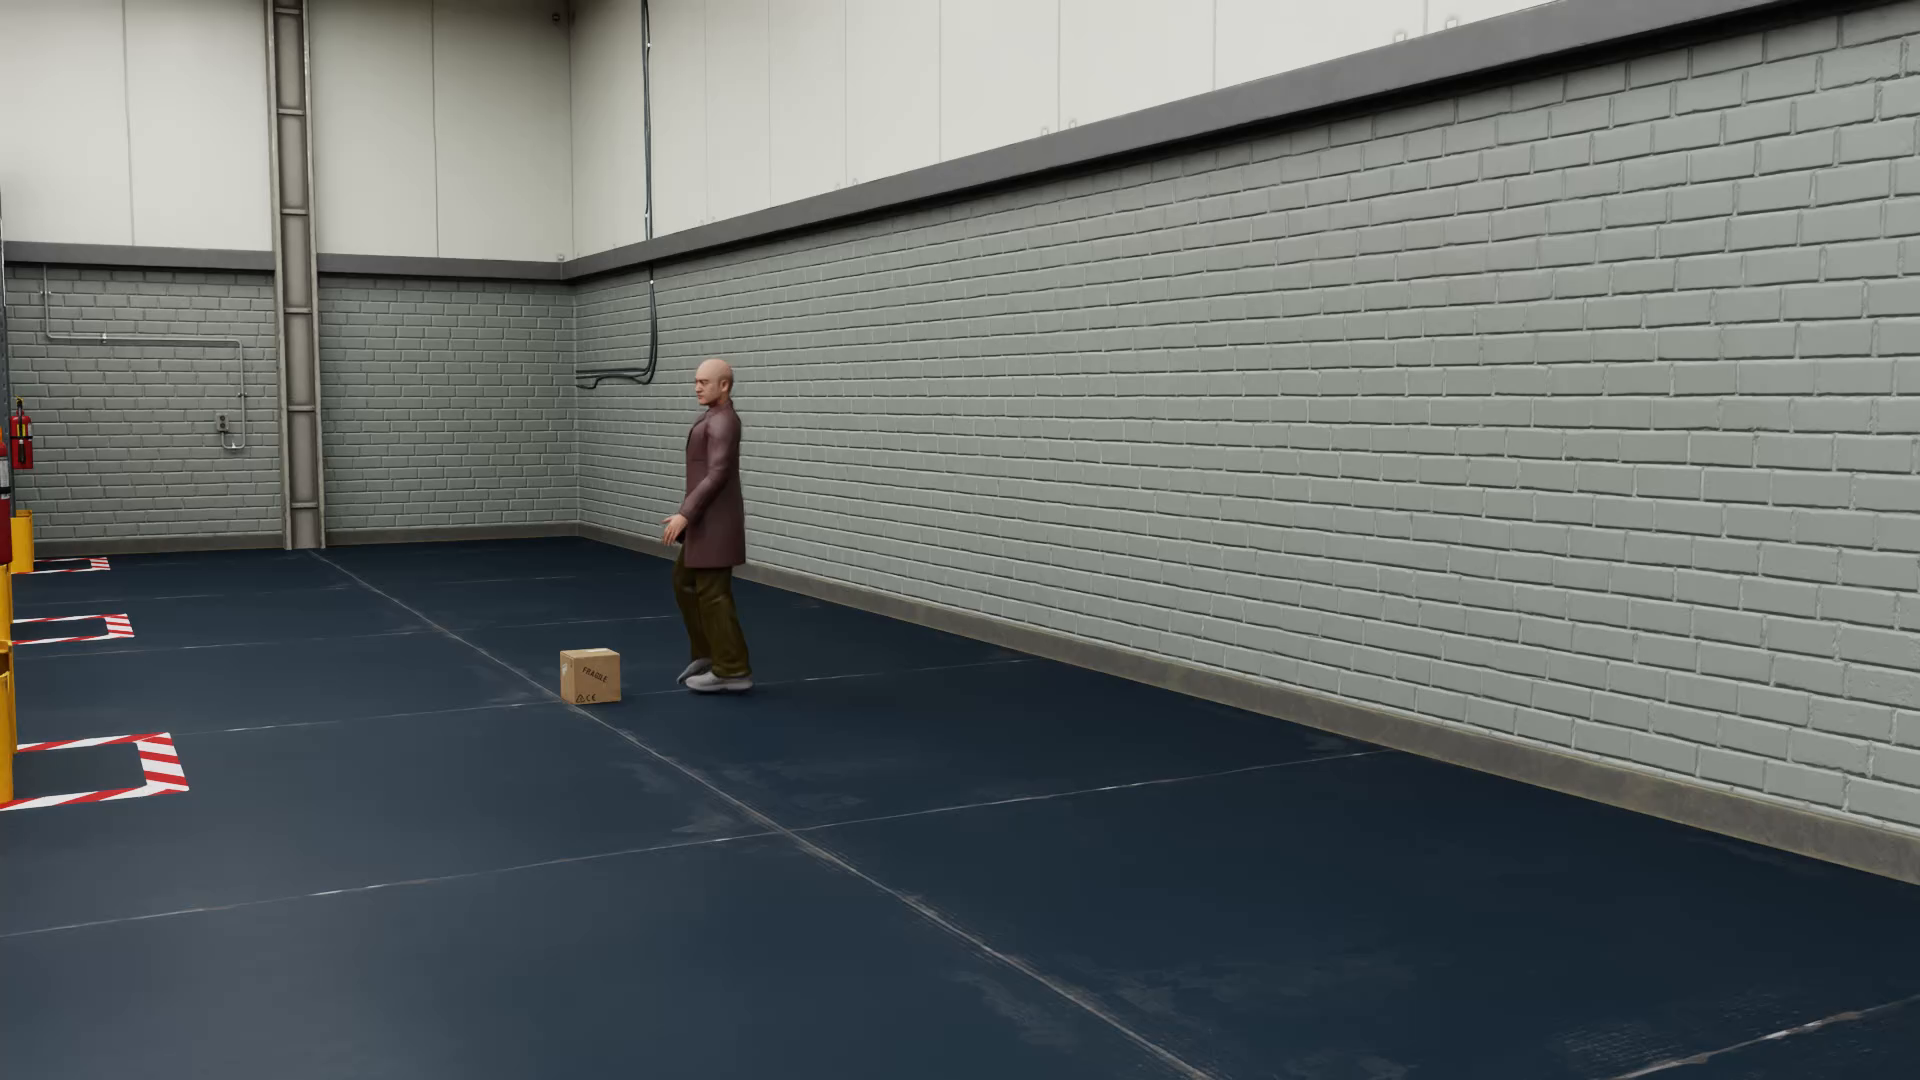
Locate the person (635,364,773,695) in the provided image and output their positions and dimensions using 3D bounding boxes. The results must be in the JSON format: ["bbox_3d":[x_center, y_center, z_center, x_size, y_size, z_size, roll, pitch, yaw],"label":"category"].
[{"bbox_3d":[-1.410,-0.074,8.978,0.861,1.744,0.765,0,5,1],"label":"person"}]
